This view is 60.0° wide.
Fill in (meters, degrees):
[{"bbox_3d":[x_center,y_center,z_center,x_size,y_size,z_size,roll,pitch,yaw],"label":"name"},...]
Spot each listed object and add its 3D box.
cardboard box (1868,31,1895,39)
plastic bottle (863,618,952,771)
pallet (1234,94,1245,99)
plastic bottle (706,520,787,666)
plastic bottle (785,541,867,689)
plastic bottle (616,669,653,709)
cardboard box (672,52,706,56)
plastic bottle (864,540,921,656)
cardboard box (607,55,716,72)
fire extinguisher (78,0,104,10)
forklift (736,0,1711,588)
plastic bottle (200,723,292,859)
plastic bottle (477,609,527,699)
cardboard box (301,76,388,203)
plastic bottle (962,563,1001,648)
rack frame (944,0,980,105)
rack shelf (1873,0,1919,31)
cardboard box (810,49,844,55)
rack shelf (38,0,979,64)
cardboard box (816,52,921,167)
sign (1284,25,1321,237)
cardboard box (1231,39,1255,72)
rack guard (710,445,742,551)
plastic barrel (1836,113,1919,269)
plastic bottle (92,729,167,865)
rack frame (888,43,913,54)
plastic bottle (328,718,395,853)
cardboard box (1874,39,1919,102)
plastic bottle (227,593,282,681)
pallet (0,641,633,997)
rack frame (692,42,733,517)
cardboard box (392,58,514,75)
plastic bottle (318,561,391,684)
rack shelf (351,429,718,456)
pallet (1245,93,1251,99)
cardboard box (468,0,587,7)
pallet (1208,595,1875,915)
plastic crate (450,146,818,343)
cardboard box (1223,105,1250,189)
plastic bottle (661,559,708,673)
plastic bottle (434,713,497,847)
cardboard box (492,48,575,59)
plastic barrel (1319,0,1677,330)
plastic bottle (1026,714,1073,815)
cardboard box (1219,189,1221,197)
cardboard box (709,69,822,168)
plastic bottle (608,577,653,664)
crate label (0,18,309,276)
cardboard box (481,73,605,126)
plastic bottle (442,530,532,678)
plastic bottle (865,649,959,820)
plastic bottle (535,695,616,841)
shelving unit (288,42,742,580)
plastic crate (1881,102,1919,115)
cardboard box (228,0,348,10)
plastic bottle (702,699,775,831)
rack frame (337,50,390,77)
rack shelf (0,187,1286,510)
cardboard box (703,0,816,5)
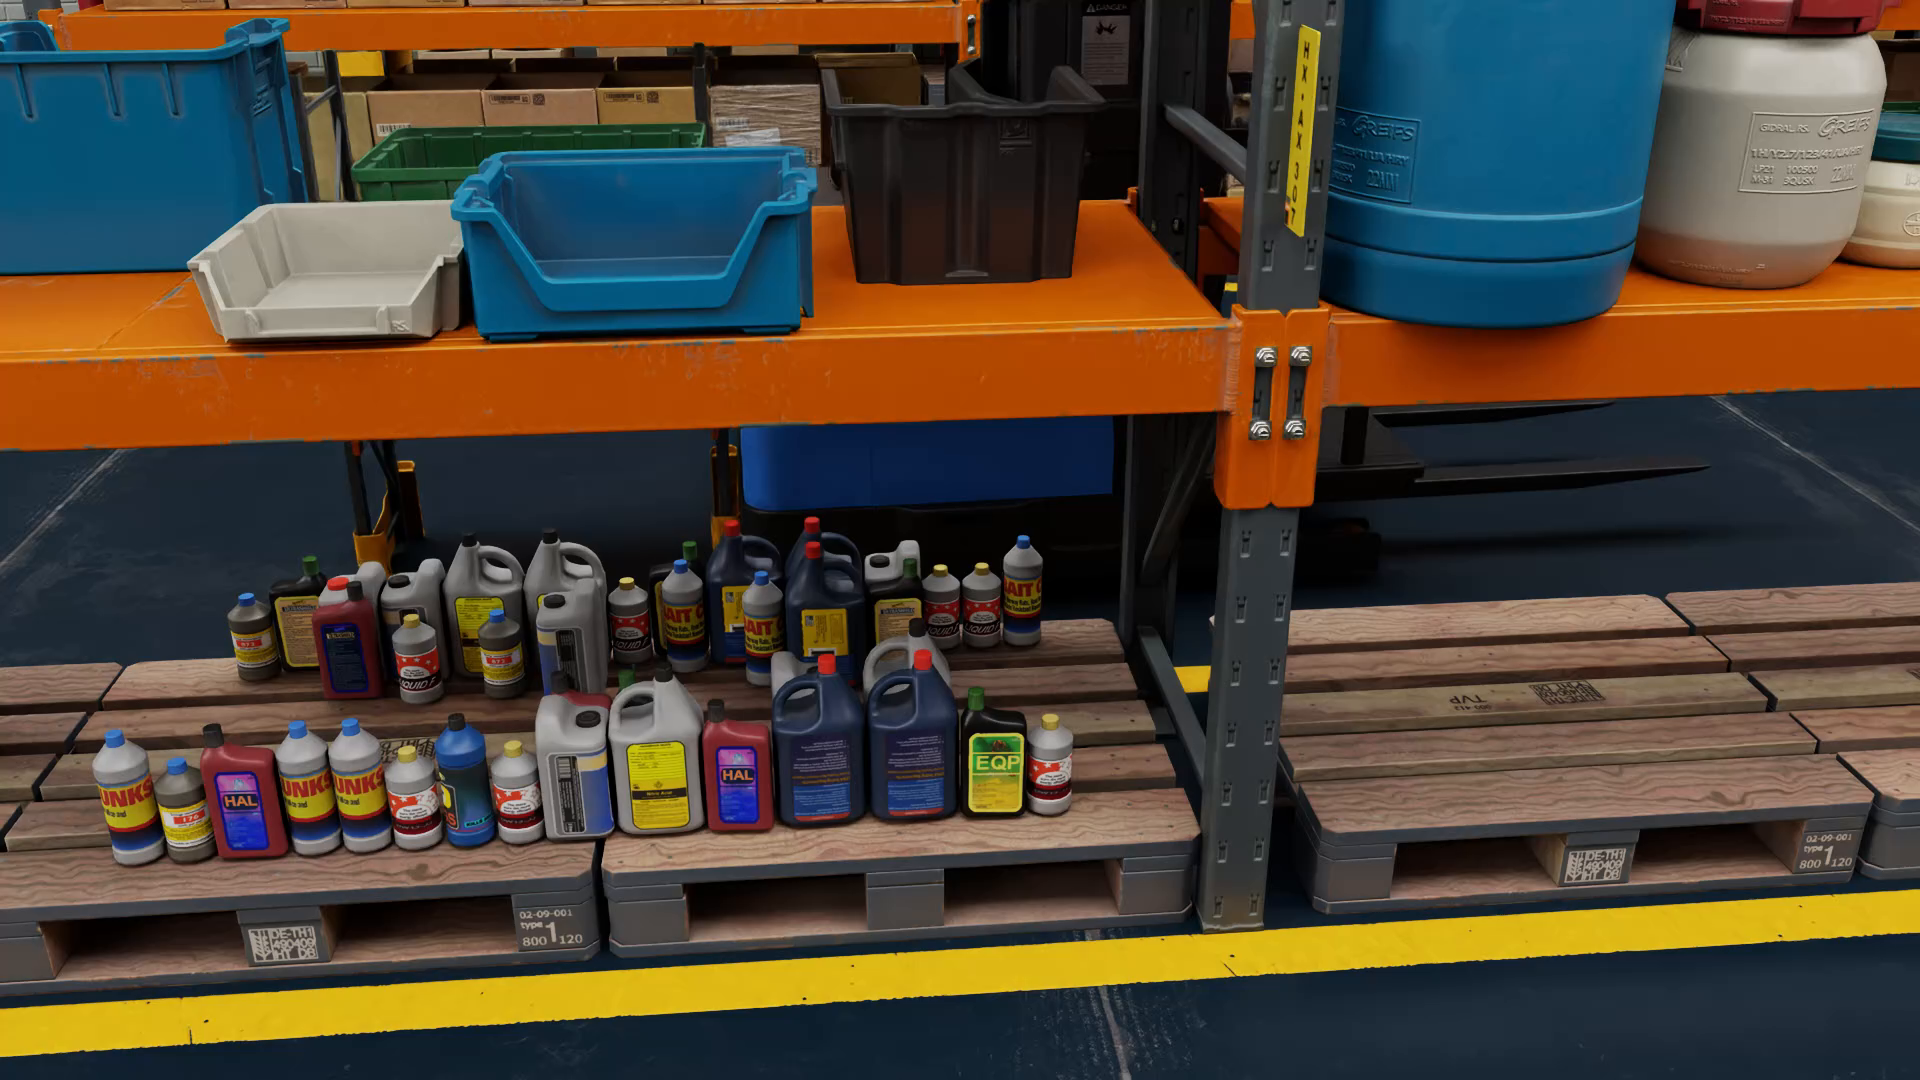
[{"bbox_3d":[6.868,-4.218,13.175,0.750,0.750,0.750,-2,24,-5],"label":"cardboard box"},{"bbox_3d":[-0.112,0.331,3.533,0.185,0.351,0.144,-2,24,-5],"label":"plastic bottle"},{"bbox_3d":[1.533,-3.575,13.032,1.213,0.211,1.003,-2,24,-5],"label":"pallet"},{"bbox_3d":[-0.517,0.119,4.009,0.185,0.351,0.144,-3,24,-7],"label":"plastic bottle"},{"bbox_3d":[-0.315,0.169,3.895,0.185,0.351,0.144,-2,24,-5],"label":"plastic bottle"},{"bbox_3d":[-0.646,0.400,3.460,0.133,0.283,0.061,-2,24,-5],"label":"plastic bottle"},{"bbox_3d":[-2.052,-3.610,12.646,0.250,0.149,0.380,-4,24,-9],"label":"cardboard box"},{"bbox_3d":[-0.164,0.140,4.053,0.135,0.276,0.152,-1,24,-3],"label":"plastic bottle"},{"bbox_3d":[-1.456,-2.111,8.252,0.500,0.500,0.500,-2,24,-5],"label":"cardboard box"},{"bbox_3d":[-4.112,-2.753,7.846,0.183,0.674,0.296,-2,24,-5],"label":"fire extinguisher"},{"bbox_3d":[0.817,-1.418,4.832,3.031,2.935,1.130,-3,24,-7],"label":"forklift"},{"bbox_3d":[-1.404,0.489,3.259,0.133,0.283,0.061,-2,24,-4],"label":"plastic bottle"},{"bbox_3d":[-1.070,0.258,3.879,0.097,0.201,0.097,0,24,0],"label":"plastic bottle"},{"bbox_3d":[-2.896,-1.836,7.632,0.500,0.500,0.500,-2,24,-5],"label":"cardboard box"},{"bbox_3d":[0.054,0.155,4.113,0.097,0.201,0.097,0,24,0],"label":"plastic bottle"},{"bbox_3d":[0.032,-2.765,7.778,0.127,3.000,1.000,-2,24,-5],"label":"rack frame"},{"bbox_3d":[6.003,-2.676,8.463,4.000,0.370,1.077,-2,24,-5],"label":"rack shelf"},{"bbox_3d":[-0.988,-3.640,12.693,0.250,0.166,0.380,-5,25,-12],"label":"cardboard box"},{"bbox_3d":[-1.959,-2.356,7.744,4.000,0.370,1.077,-2,24,-5],"label":"rack shelf"},{"bbox_3d":[-0.460,-2.151,8.342,0.500,0.500,0.500,-2,24,-5],"label":"cardboard box"},{"bbox_3d":[0.558,-0.666,2.715,0.005,0.325,0.100,-2,24,-5],"label":"sign"},{"bbox_3d":[2.286,-3.962,13.007,0.500,0.500,0.700,-2,24,-5],"label":"cardboard box"},{"bbox_3d":[-0.715,-0.069,5.098,0.087,0.250,0.587,-3,24,-7],"label":"rack guard"},{"bbox_3d":[1.847,-0.690,3.280,0.301,0.262,0.301,0,24,0],"label":"plastic barrel"},{"bbox_3d":[-1.631,0.496,3.258,0.097,0.271,0.097,0,24,0],"label":"plastic bottle"},{"bbox_3d":[-0.459,-4.767,12.282,0.127,3.000,1.000,-2,24,-5],"label":"rack frame"},{"bbox_3d":[-1.190,0.479,3.298,0.097,0.271,0.097,0,24,0],"label":"plastic bottle"},{"bbox_3d":[4.976,-2.462,8.709,0.500,0.250,0.500,-1,24,-3],"label":"cardboard box"},{"bbox_3d":[-1.681,0.224,3.956,0.097,0.201,0.097,0,24,0],"label":"plastic bottle"},{"bbox_3d":[-1.374,0.571,3.704,1.213,0.211,1.003,-2,24,-5],"label":"pallet"},{"bbox_3d":[-0.713,-0.640,4.844,0.032,1.500,0.500,-3,24,-7],"label":"rack frame"},{"bbox_3d":[-2.451,-2.071,8.161,0.500,0.500,0.500,-2,24,-5],"label":"cardboard box"},{"bbox_3d":[-1.428,0.191,3.939,0.135,0.276,0.152,-2,24,-5],"label":"plastic bottle"},{"bbox_3d":[-1.217,-0.447,4.853,1.000,0.185,0.538,-3,24,-7],"label":"rack shelf"},{"bbox_3d":[2.744,-3.622,13.139,1.213,0.211,1.003,-2,24,-5],"label":"pallet"},{"bbox_3d":[-1.943,-2.727,7.570,0.500,0.500,0.700,-2,24,-4],"label":"cardboard box"},{"bbox_3d":[1.293,0.464,3.945,1.213,0.211,1.003,-2,24,-5],"label":"pallet"},{"bbox_3d":[-0.560,-0.541,2.957,0.616,0.251,0.499,-2,24,-5],"label":"plastic crate"},{"bbox_3d":[1.481,-1.912,8.035,0.500,0.311,0.500,-3,24,-7],"label":"cardboard box"},{"bbox_3d":[-0.660,0.176,3.978,0.097,0.271,0.097,0,24,0],"label":"plastic bottle"},{"bbox_3d":[-0.988,0.470,3.316,0.097,0.271,0.097,0,24,0],"label":"plastic bottle"},{"bbox_3d":[-3.175,-3.594,12.411,0.500,0.311,0.500,0,24,-1],"label":"cardboard box"},{"bbox_3d":[0.929,-0.885,2.930,0.708,0.901,0.600,-2,24,-5],"label":"plastic barrel"},{"bbox_3d":[0.185,0.455,3.436,0.097,0.201,0.097,0,24,0],"label":"plastic bottle"},{"bbox_3d":[0.966,-1.636,8.106,0.500,0.250,0.500,-2,24,-4],"label":"cardboard box"},{"bbox_3d":[-0.907,-1.921,7.824,0.500,0.500,0.500,-2,24,-5],"label":"cardboard box"},{"bbox_3d":[-0.801,0.189,4.036,0.097,0.201,0.097,0,24,0],"label":"plastic bottle"},{"bbox_3d":[-1.661,-0.802,3.318,0.616,0.435,0.502,-2,24,-5],"label":"crate label"},{"bbox_3d":[-1.900,-1.874,7.717,0.500,0.500,0.500,-2,24,-5],"label":"cardboard box"},{"bbox_3d":[-1.125,0.143,3.955,0.185,0.351,0.144,-1,24,-3],"label":"plastic bottle"},{"bbox_3d":[-0.098,0.389,3.402,0.185,0.351,0.144,-3,24,-7],"label":"plastic bottle"},{"bbox_3d":[-0.772,0.449,3.360,0.135,0.276,0.152,-2,24,-4],"label":"plastic bottle"},{"bbox_3d":[-1.208,-0.612,4.781,1.083,1.500,0.587,-3,24,-7],"label":"shelving unit"},{"bbox_3d":[2.220,-0.850,3.729,0.662,0.188,0.450,-2,24,-5],"label":"plastic crate"},{"bbox_3d":[-2.961,-2.687,7.480,0.500,0.500,0.700,-2,24,-4],"label":"cardboard box"},{"bbox_3d":[-0.447,0.451,3.346,0.133,0.283,0.061,-1,24,-2],"label":"plastic bottle"},{"bbox_3d":[-4.439,-4.607,11.923,0.127,3.000,1.000,-2,24,-5],"label":"rack frame"},{"bbox_3d":[-1.475,-0.354,3.239,4.000,0.370,1.077,-2,24,-5],"label":"rack shelf"},{"bbox_3d":[-0.933,-2.767,7.659,0.500,0.500,0.700,-3,24,-6],"label":"cardboard box"}]
